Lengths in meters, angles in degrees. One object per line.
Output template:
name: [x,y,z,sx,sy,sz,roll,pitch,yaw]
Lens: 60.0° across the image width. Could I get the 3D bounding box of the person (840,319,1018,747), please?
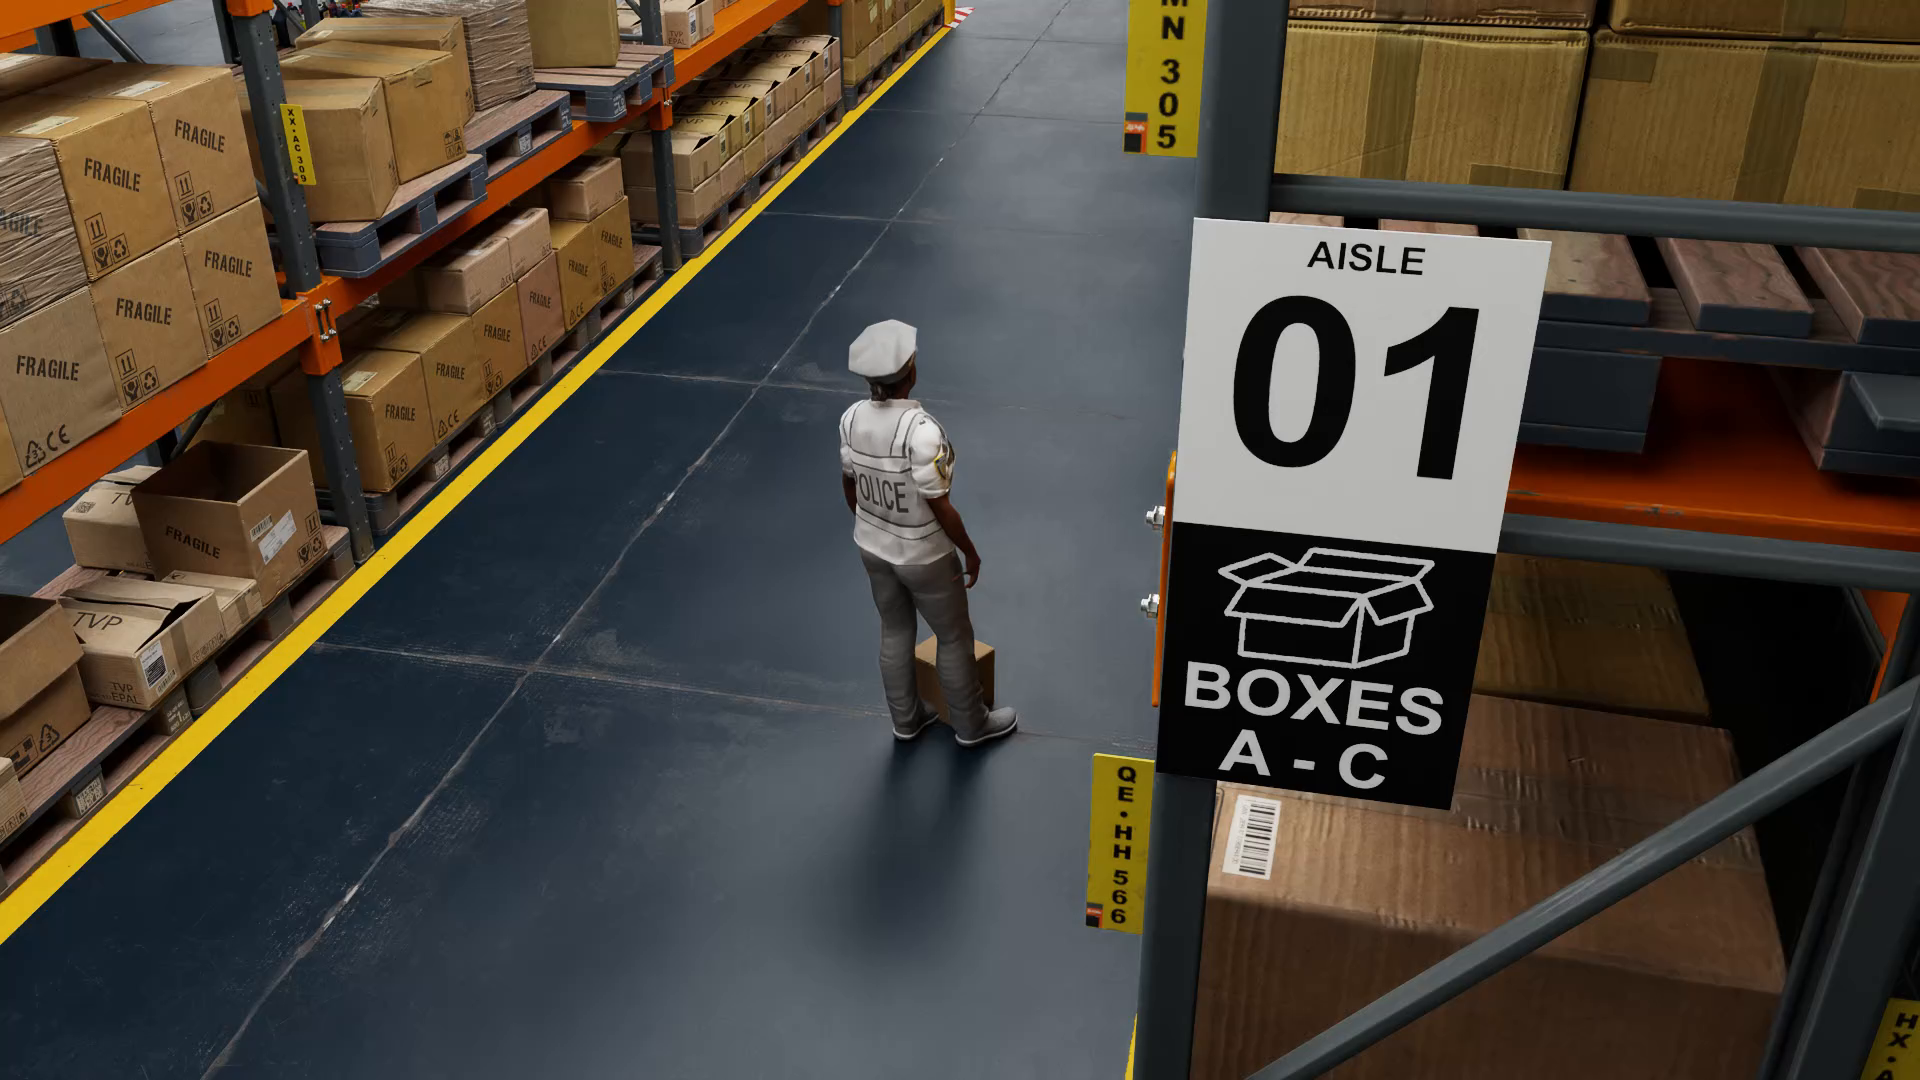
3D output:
person: [-0.132,-0.006,6.085,0.568,1.691,0.529,20,35,32]
